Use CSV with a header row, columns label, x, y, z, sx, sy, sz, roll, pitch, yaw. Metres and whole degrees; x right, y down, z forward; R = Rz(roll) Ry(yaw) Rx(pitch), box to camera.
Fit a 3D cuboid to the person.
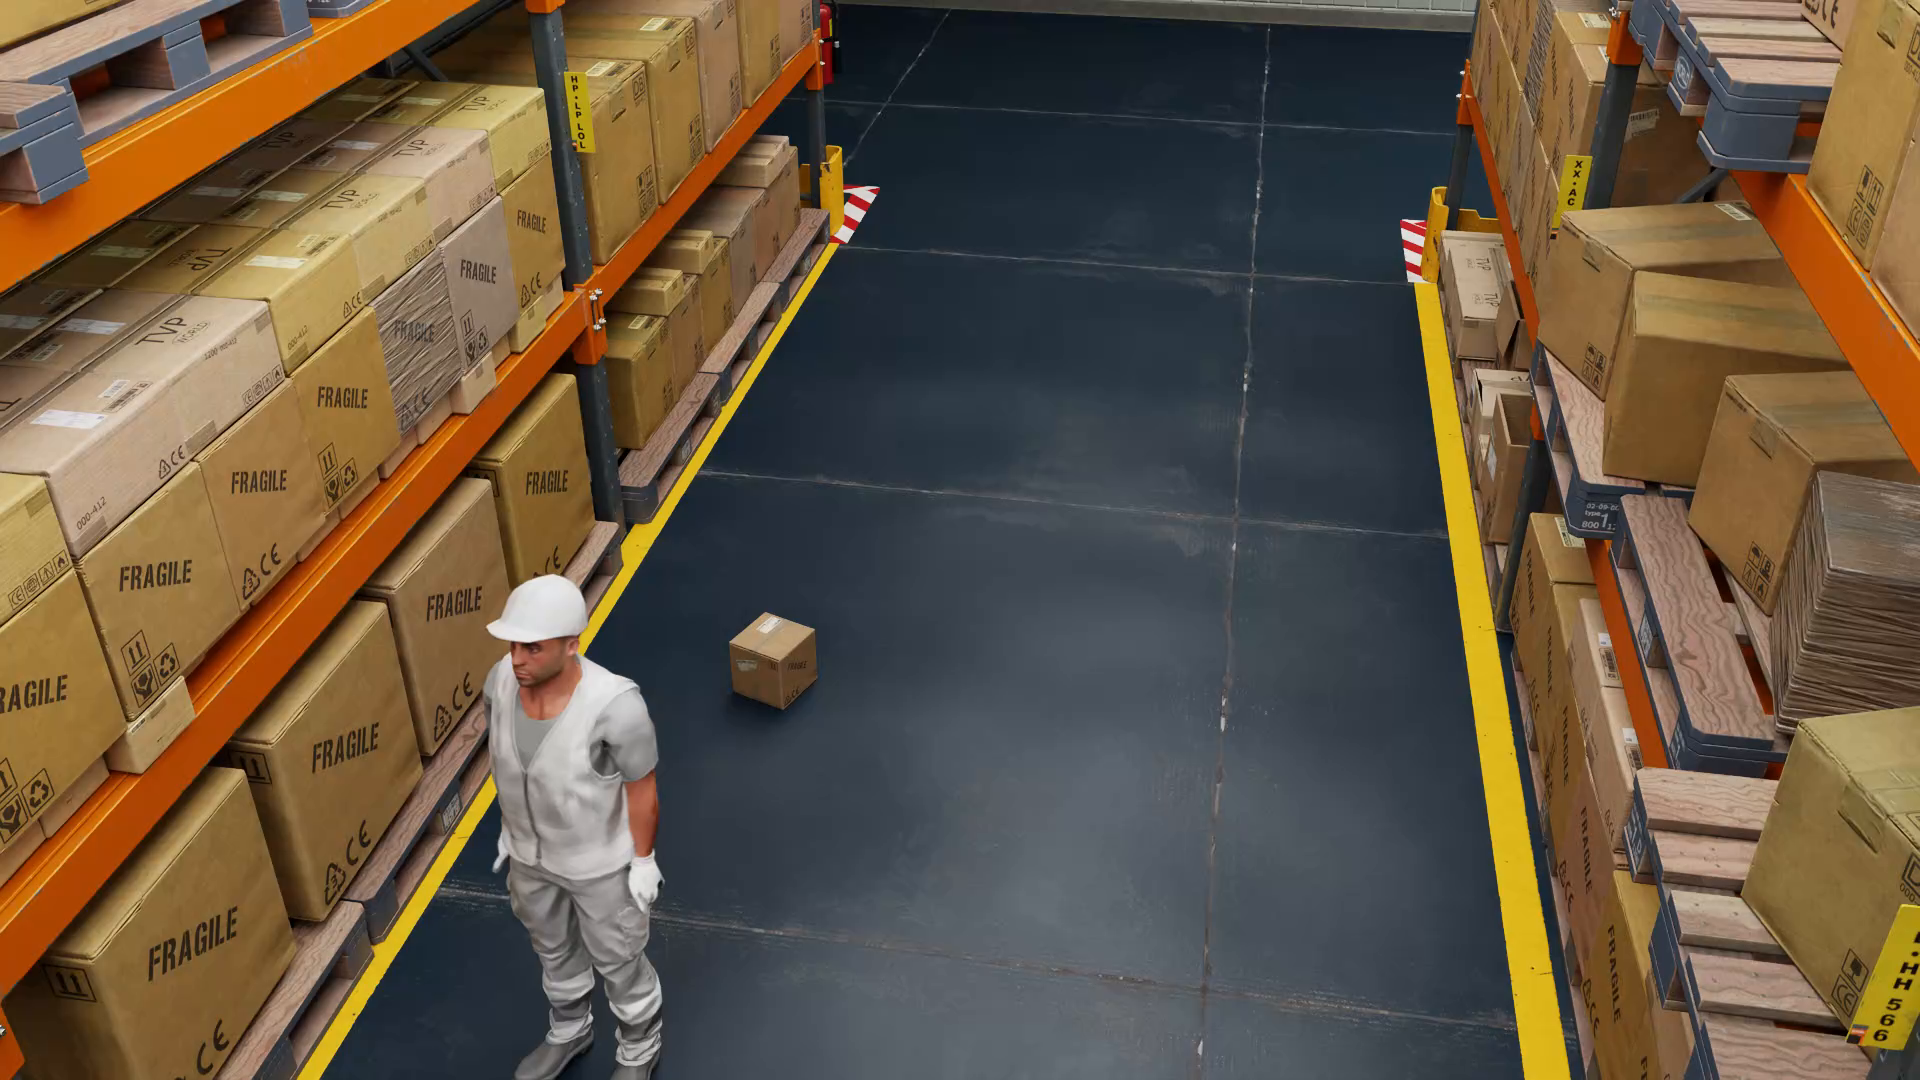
label,x,y,z,sx,sy,sz,roll,pitch,yaw
person,-1.107,0.884,4.702,0.528,1.794,0.375,12,34,18
